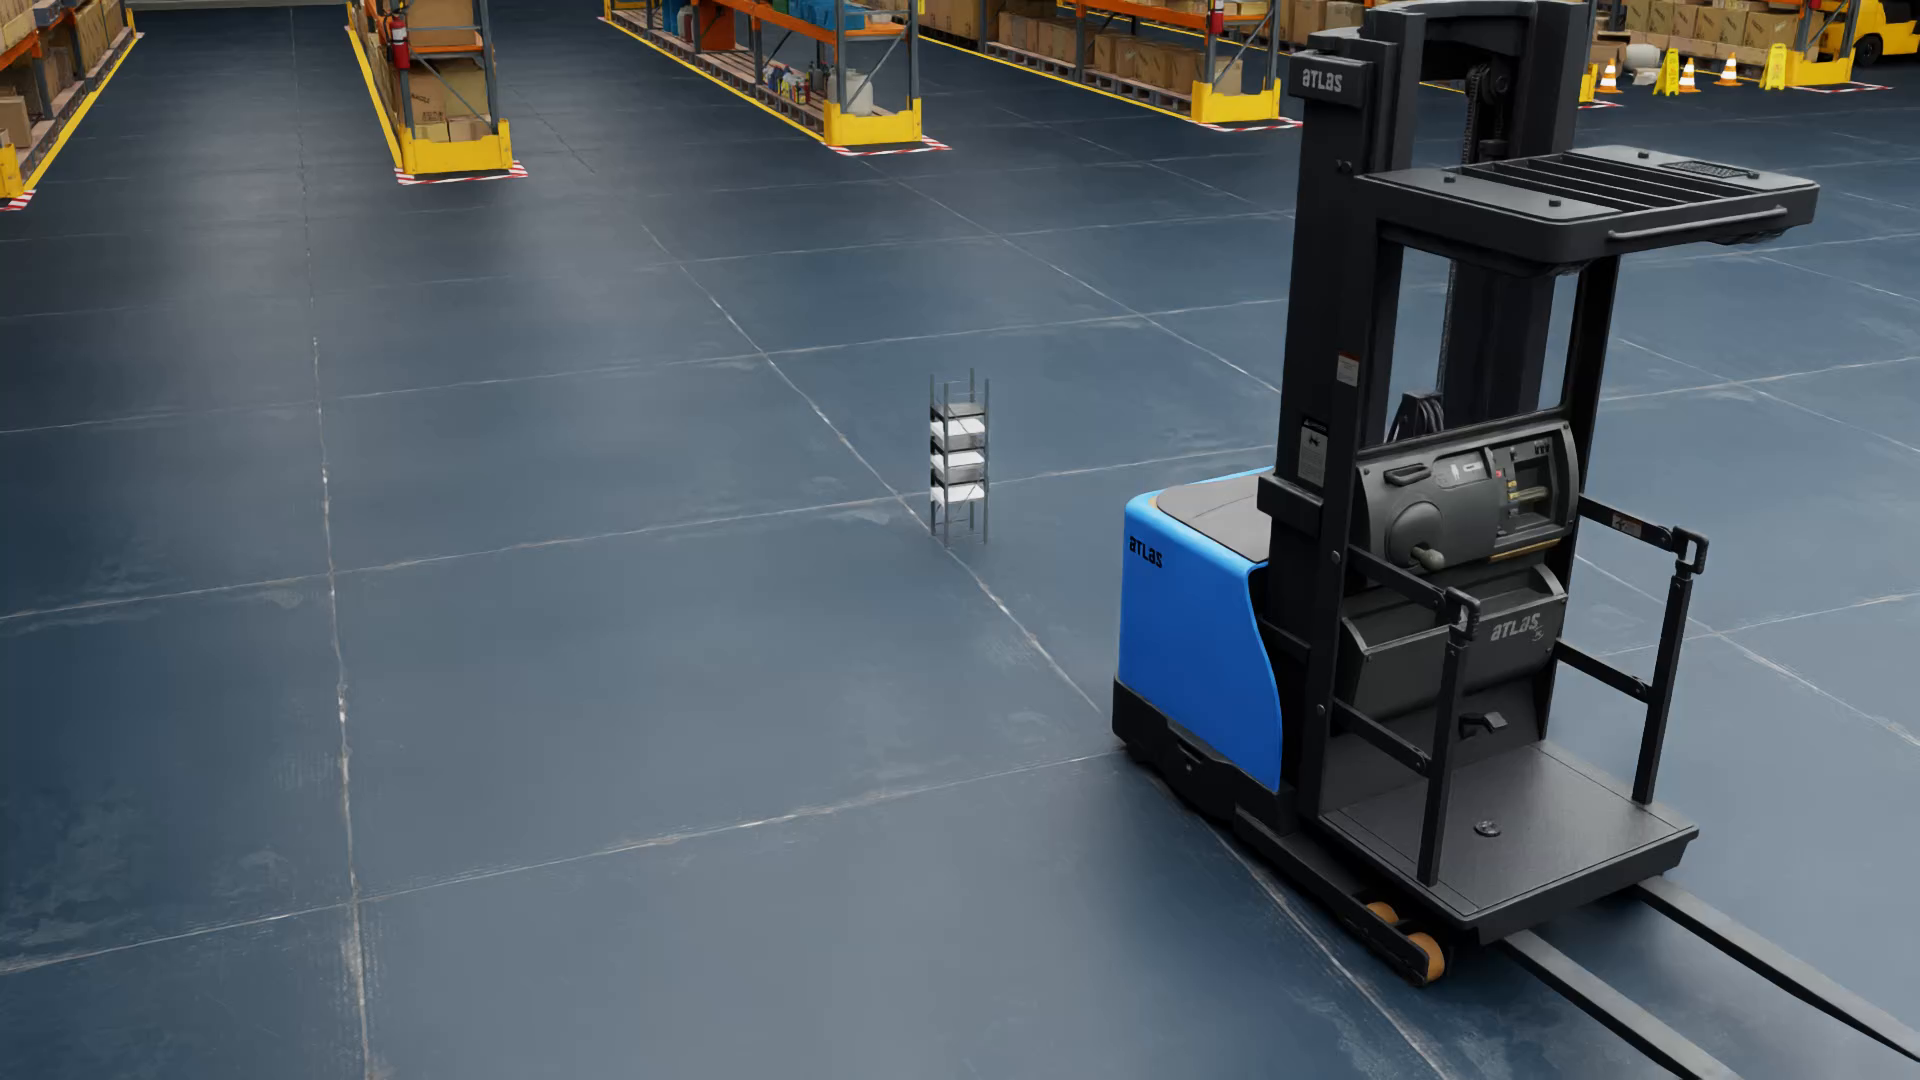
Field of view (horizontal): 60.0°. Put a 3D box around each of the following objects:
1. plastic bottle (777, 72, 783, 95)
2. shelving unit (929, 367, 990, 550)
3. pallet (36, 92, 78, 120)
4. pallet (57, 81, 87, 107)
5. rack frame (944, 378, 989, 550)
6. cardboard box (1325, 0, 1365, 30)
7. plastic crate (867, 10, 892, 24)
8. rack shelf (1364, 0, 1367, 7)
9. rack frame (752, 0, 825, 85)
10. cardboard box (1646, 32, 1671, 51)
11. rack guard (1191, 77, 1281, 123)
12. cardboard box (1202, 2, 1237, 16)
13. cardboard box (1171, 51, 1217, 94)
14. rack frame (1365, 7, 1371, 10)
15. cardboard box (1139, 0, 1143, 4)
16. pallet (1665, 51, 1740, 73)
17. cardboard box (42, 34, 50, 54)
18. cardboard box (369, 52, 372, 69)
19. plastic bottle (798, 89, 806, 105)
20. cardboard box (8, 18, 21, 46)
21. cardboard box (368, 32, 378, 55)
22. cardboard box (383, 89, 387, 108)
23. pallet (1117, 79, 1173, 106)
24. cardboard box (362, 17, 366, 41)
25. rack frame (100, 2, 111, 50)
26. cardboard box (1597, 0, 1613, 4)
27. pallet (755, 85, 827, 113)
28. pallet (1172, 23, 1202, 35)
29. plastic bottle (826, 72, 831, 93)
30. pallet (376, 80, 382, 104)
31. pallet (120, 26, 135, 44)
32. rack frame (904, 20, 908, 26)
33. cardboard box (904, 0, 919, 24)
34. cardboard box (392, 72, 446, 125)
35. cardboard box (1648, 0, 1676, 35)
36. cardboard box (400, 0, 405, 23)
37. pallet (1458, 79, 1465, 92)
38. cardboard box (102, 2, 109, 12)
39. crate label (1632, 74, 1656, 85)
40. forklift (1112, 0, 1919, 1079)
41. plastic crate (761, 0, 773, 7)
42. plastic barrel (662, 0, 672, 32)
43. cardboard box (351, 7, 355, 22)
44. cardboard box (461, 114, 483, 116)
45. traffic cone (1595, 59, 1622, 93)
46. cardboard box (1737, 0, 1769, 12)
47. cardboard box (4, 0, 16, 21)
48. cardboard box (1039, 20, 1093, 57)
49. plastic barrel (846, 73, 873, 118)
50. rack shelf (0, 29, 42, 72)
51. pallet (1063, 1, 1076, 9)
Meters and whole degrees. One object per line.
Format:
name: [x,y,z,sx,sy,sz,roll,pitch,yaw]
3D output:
plastic bottle: [-2.418,-6.146,22.401,0.061,0.283,0.133,-7,24,-17]
shelving unit: [-0.003,-0.418,8.582,0.258,0.900,0.210,-8,24,-19]
pallet: [-12.380,-5.762,22.149,1.003,0.211,1.213,-8,24,-19]
pallet: [-12.807,-6.205,23.199,1.003,0.211,1.213,-8,24,-19]
rack frame: [0.033,-0.381,8.495,0.240,0.900,0.006,-8,24,-19]
cardboard box: [6.605,-8.373,27.110,1.050,0.750,0.750,-8,24,-19]
plastic crate: [-1.003,-6.474,20.588,0.298,0.136,0.250,-8,24,-19]
rack shelf: [6.202,-9.398,28.112,1.077,0.370,4.000,-8,24,-19]
rack frame: [-2.401,-7.680,23.108,1.000,3.000,0.127,-8,24,-19]
cardboard box: [11.659,-8.201,27.346,0.500,0.250,0.500,-7,24,-16]
rack guard: [3.619,-5.782,21.823,1.175,0.500,0.348,-8,24,-19]
cardboard box: [3.352,-6.865,21.500,0.380,0.149,0.250,-8,24,-19]
cardboard box: [3.198,-6.389,22.724,0.500,0.500,0.500,-2,23,-5]
rack frame: [6.909,-9.003,26.248,1.000,3.000,0.127,-8,24,-19]
cardboard box: [2.701,-7.496,22.997,0.380,0.149,0.250,-8,24,-19]
pallet: [12.209,-7.751,26.867,1.003,0.211,1.213,-8,24,-19]
cardboard box: [-12.636,-6.700,22.471,0.500,0.250,0.500,-8,24,-18]
cardboard box: [-8.539,-7.151,24.853,0.500,0.250,0.500,-8,24,-19]
plastic bottle: [-2.047,-5.747,21.559,0.097,0.201,0.097,0,23,0]
cardboard box: [-10.679,-5.584,18.305,0.500,0.250,0.500,-8,24,-19]
cardboard box: [-8.539,-7.409,24.744,0.500,0.311,0.500,-7,24,-17]
cardboard box: [-7.156,-5.718,21.453,0.500,0.250,0.500,-8,24,-19]
pallet: [2.938,-6.391,23.641,1.003,0.211,1.213,-8,24,-19]
cardboard box: [-9.551,-8.375,27.410,0.500,0.500,0.500,-8,24,-18]
rack frame: [-14.495,-9.227,26.780,1.000,3.000,0.127,-8,24,-19]
cardboard box: [13.827,-11.580,35.039,0.500,0.500,0.500,-9,25,-21]
pallet: [-2.202,-6.145,23.057,1.003,0.211,1.213,-8,24,-19]
pallet: [4.794,-9.898,31.962,1.003,0.211,1.213,-8,24,-19]
plastic bottle: [-1.767,-6.175,22.469,0.061,0.283,0.133,-8,24,-19]
pallet: [-7.768,-6.423,23.717,1.003,0.211,1.213,-8,24,-19]
pallet: [-15.553,-9.116,30.106,1.003,0.211,1.213,-8,24,-19]
rack frame: [-0.593,-11.266,31.617,1.000,3.000,0.127,-8,24,-19]
cardboard box: [-0.348,-10.251,31.403,1.225,0.875,0.875,-8,24,-19]
cardboard box: [-6.091,-4.974,18.723,0.500,0.500,0.500,-8,24,-19]
cardboard box: [11.660,-8.547,27.199,0.500,0.500,0.500,-7,24,-17]
cardboard box: [-5.966,-5.956,18.889,0.700,0.500,0.500,-8,24,-18]
pallet: [7.966,-6.544,24.005,1.003,0.211,1.213,-8,24,-19]
cardboard box: [-14.614,-9.003,28.091,0.380,0.149,0.250,-8,24,-17]
crate label: [10.304,-6.927,25.008,0.298,0.136,0.250,18,29,36]
forklift: [1.775,-0.121,5.263,1.130,2.935,3.031,-12,26,-27]
plastic crate: [-2.335,-7.443,22.628,0.767,0.338,0.504,-8,24,-19]
plastic barrel: [-5.051,-9.613,29.857,0.600,0.901,0.708,-8,24,-19]
cardboard box: [-11.172,-9.879,31.301,0.500,0.250,0.500,-8,24,-19]
cardboard box: [-5.784,-4.881,19.468,0.500,0.250,0.500,-8,24,-19]
traffic cone: [9.463,-6.768,24.213,0.336,0.463,0.334,-8,24,-19]
cardboard box: [12.197,-8.216,25.580,0.380,0.149,0.250,-8,24,-17]
cardboard box: [-10.679,-5.923,18.142,0.500,0.500,0.500,-8,24,-17]
cardboard box: [1.687,-8.015,26.557,0.700,0.500,0.500,-11,25,-24]
plastic barrel: [-1.292,-5.502,20.604,0.421,0.512,0.421,0,23,0]
rack shelf: [-10.962,-5.262,18.299,1.077,0.370,4.000,-8,24,-19]
pallet: [2.950,-11.751,36.357,1.003,0.211,1.213,-8,24,-19]
